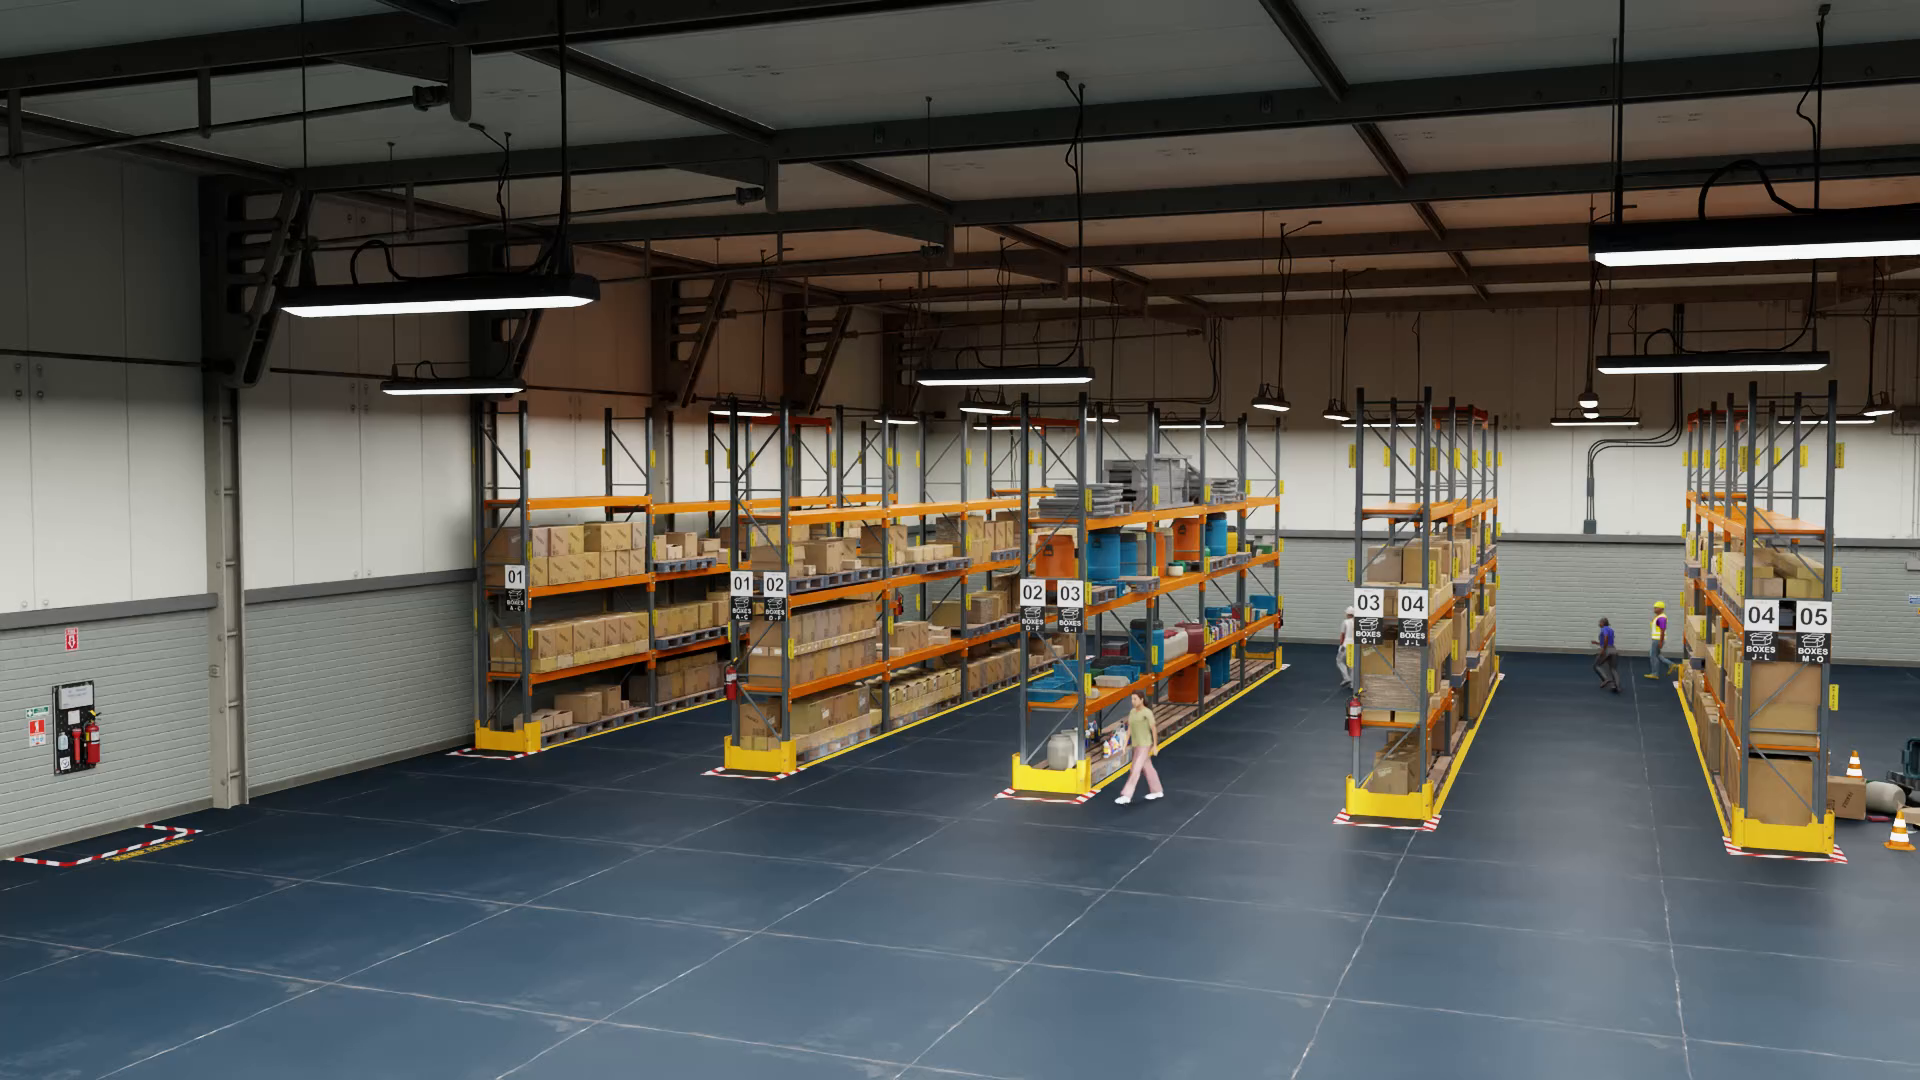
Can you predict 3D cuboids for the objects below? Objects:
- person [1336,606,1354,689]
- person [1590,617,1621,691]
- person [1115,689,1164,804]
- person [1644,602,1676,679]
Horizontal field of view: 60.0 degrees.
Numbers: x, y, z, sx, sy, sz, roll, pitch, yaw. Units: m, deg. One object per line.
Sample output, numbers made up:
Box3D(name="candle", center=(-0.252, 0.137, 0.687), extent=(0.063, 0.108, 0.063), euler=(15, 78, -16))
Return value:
Box3D(name="person", center=(8.534, 2.345, 36.302), extent=(0.606, 1.785, 0.467), euler=(-1, 3, -19))
Box3D(name="person", center=(14.065, 2.467, 36.165), extent=(0.491, 1.556, 0.832), euler=(-1, 3, -13))
Box3D(name="person", center=(2.564, 2.987, 24.163), extent=(0.978, 1.625, 0.467), euler=(-1, 3, -28))
Box3D(name="person", center=(15.941, 2.271, 37.799), extent=(0.678, 1.749, 0.583), euler=(1, 3, 19))
